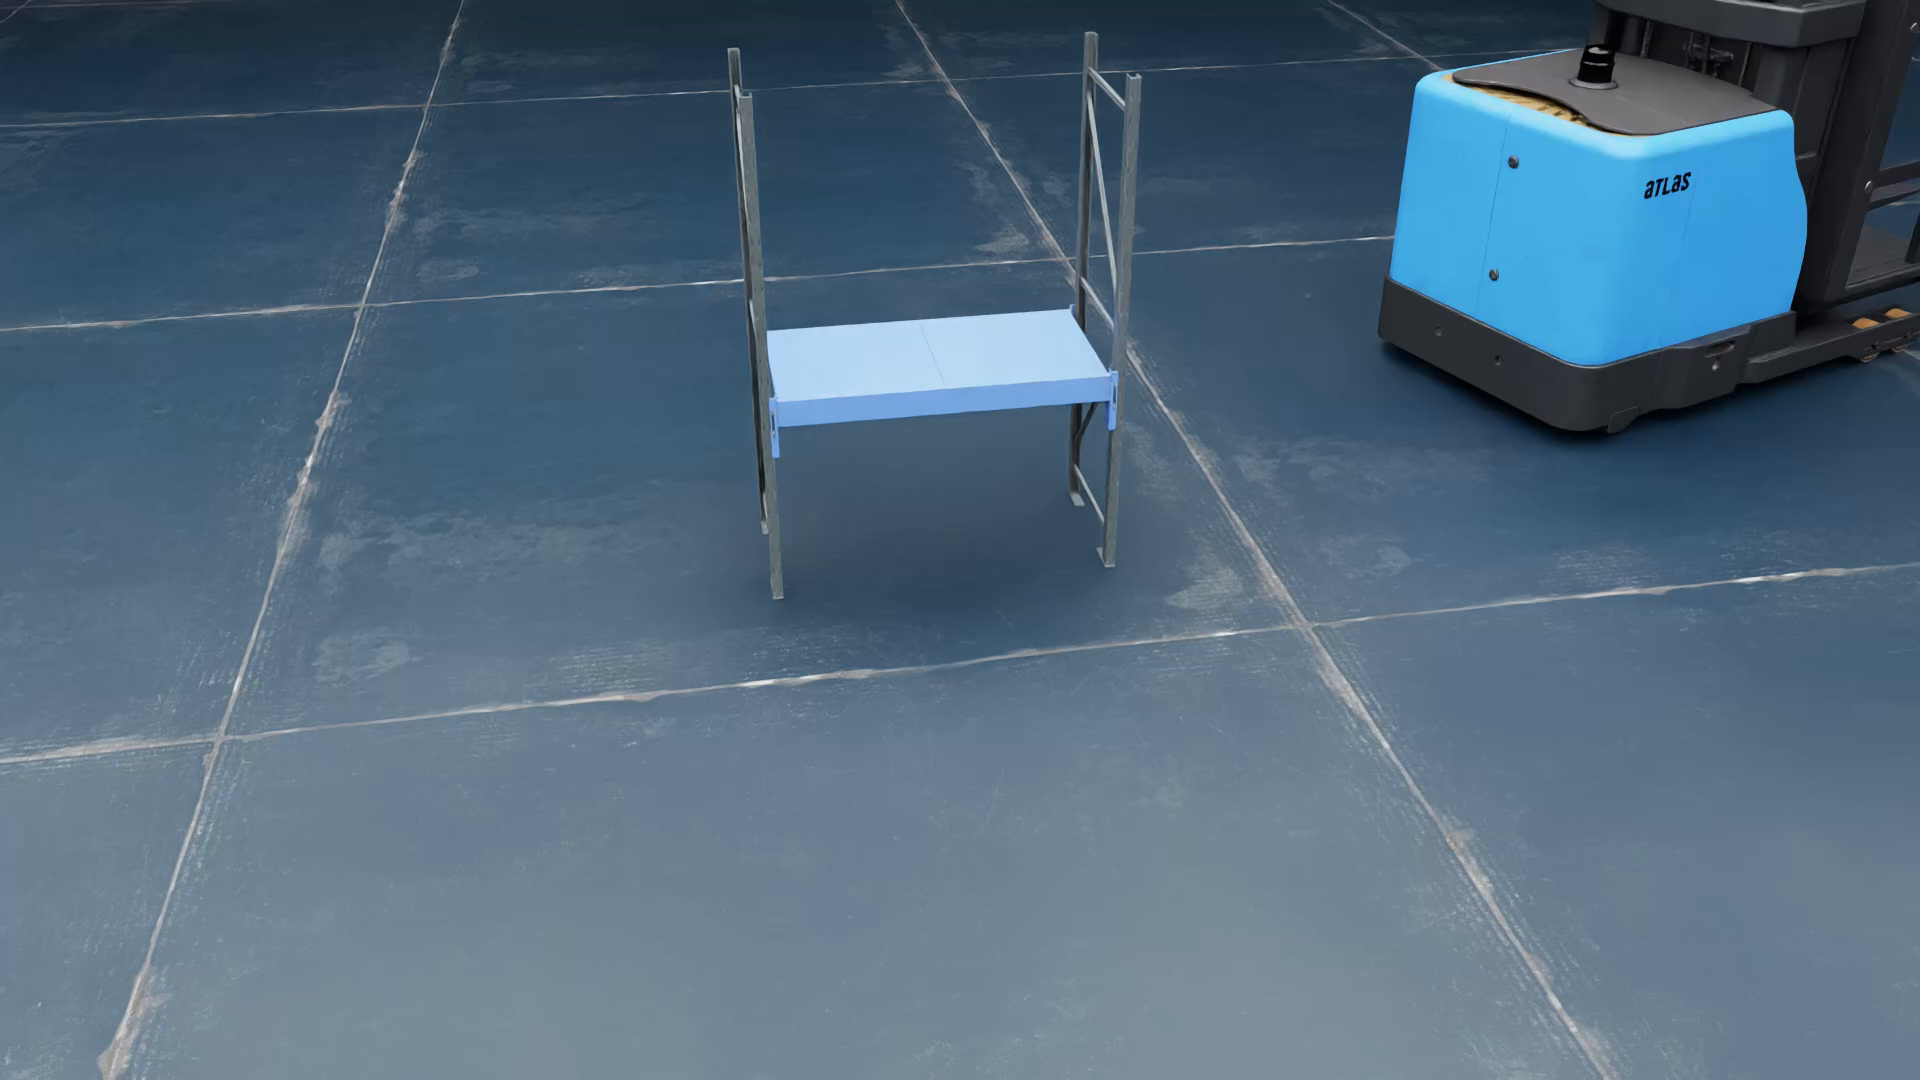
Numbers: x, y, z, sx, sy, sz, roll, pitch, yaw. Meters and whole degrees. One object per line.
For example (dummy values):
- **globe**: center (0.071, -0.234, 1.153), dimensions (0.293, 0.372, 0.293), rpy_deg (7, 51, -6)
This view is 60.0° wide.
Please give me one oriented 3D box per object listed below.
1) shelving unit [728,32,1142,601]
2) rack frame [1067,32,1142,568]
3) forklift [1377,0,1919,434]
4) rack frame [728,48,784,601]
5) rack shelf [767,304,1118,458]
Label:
- **shelving unit**: center (-0.084, -0.639, 4.857), dimensions (1.048, 1.500, 0.538), rpy_deg (-5, 31, -9)
- **rack frame**: center (0.416, -0.685, 4.936), dimensions (0.032, 1.500, 0.500), rpy_deg (-5, 31, -9)
- **forklift**: center (3.164, -2.166, 6.042), dimensions (3.031, 2.935, 1.130), rpy_deg (-16, 34, -25)
- **rack frame**: center (-0.584, -0.592, 4.778), dimensions (0.032, 1.500, 0.500), rpy_deg (-5, 31, -9)
- **rack shelf**: center (-0.084, -0.484, 4.948), dimensions (1.000, 0.185, 0.538), rpy_deg (-5, 31, -9)
